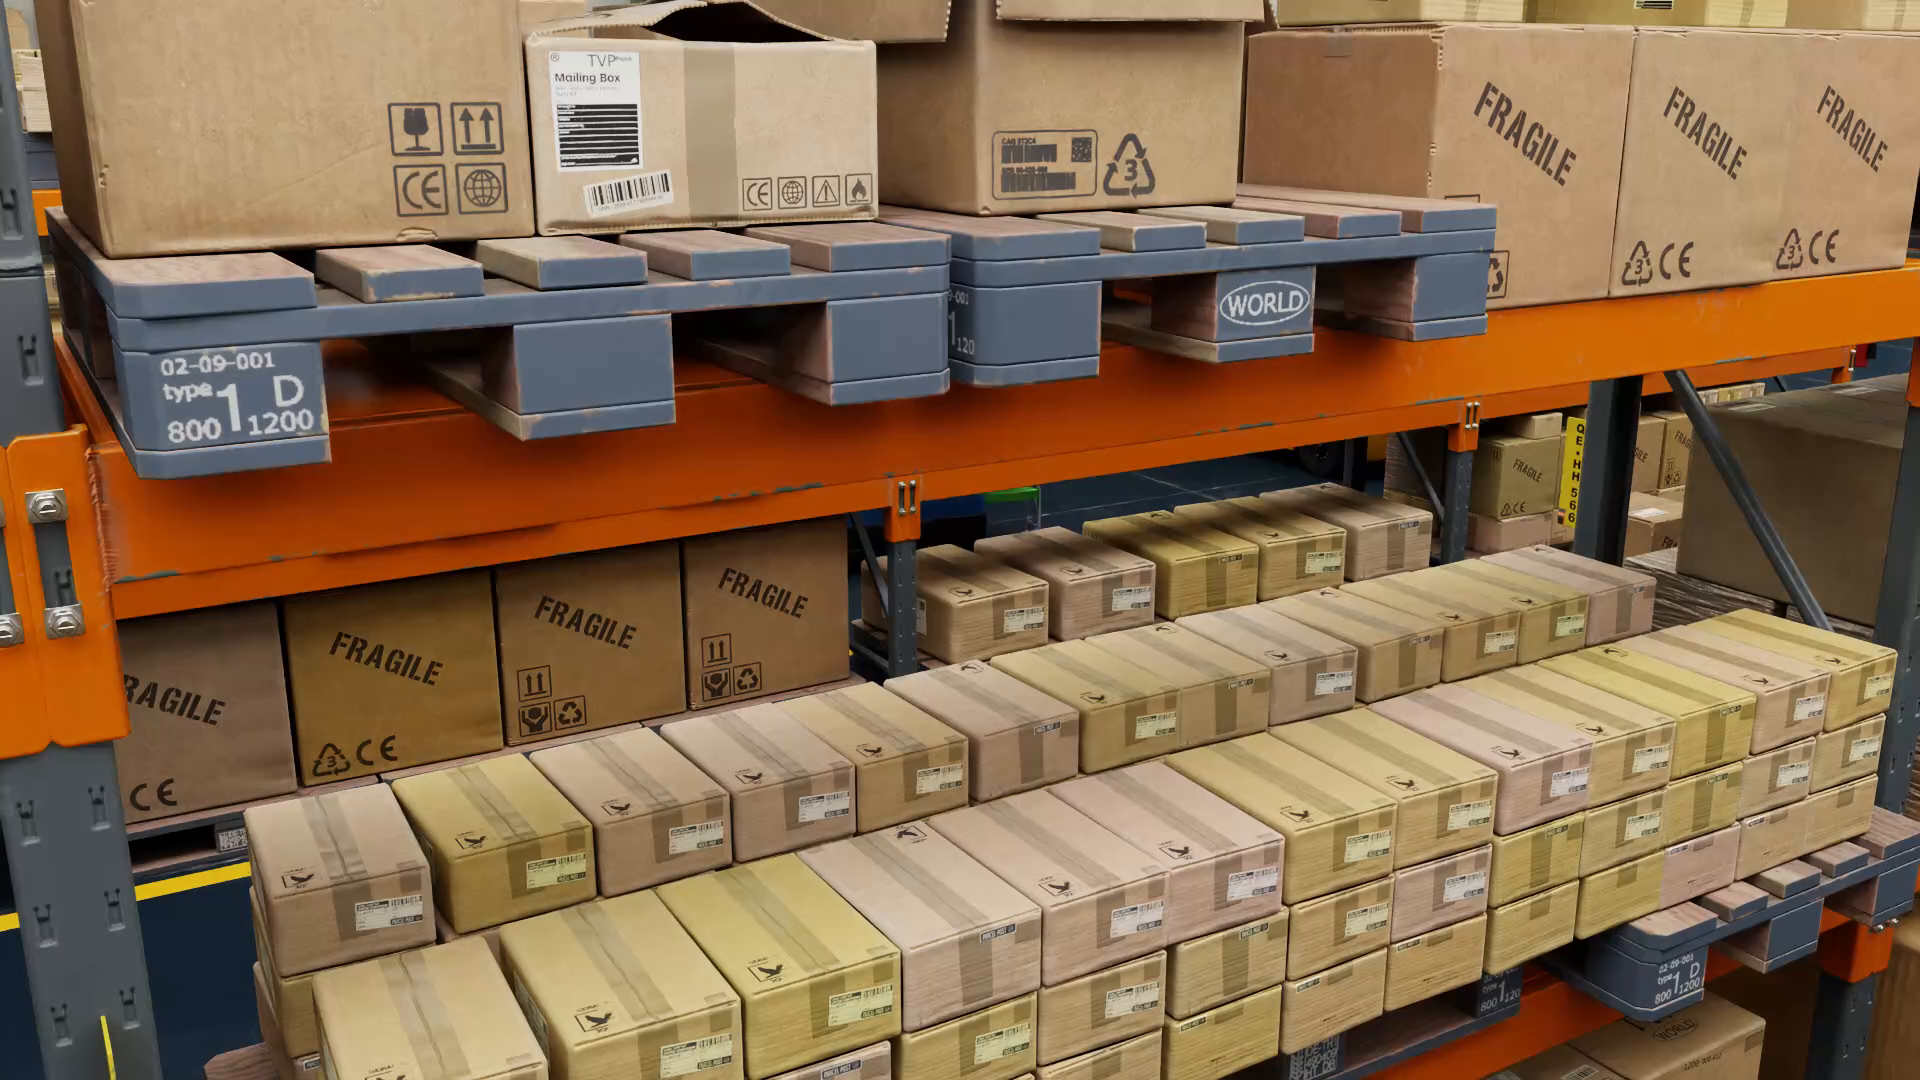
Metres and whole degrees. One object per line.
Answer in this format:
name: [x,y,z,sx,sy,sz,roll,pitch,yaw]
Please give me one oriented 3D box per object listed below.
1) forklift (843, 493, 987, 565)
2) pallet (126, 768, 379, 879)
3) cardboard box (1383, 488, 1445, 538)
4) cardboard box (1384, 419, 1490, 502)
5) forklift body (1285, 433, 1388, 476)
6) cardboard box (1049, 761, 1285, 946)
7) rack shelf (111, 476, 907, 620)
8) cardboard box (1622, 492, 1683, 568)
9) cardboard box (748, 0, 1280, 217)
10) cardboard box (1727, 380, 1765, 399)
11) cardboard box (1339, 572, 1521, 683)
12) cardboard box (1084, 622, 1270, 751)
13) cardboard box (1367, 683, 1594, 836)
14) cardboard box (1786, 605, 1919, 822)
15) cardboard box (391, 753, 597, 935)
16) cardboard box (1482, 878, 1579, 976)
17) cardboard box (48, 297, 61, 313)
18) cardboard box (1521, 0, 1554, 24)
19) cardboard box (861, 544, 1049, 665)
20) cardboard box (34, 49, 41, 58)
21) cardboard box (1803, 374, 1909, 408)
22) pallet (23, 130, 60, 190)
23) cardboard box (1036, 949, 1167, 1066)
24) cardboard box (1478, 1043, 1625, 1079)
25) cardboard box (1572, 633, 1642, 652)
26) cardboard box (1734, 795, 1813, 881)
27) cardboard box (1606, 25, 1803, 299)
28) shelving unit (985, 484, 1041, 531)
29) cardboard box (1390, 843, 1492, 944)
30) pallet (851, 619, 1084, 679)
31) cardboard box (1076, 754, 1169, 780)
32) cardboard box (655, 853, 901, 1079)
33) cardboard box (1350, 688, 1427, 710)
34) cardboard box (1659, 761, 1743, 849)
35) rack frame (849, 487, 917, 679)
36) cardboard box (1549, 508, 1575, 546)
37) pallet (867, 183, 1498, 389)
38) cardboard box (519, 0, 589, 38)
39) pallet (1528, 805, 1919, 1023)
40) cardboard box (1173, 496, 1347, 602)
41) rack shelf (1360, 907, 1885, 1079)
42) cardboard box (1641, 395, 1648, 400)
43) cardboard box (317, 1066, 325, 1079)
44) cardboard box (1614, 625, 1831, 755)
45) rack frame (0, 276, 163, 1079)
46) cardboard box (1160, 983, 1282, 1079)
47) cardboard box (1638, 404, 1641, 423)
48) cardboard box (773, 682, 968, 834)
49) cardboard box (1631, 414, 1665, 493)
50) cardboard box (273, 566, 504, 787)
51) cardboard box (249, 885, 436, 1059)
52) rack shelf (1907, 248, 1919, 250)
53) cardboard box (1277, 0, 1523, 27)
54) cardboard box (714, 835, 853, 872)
forklift: [-1.380,-1.268,11.002,3.031,2.935,1.130,-6,17,-22]
pallet: [-3.334,1.133,7.477,1.213,0.211,1.003,-9,18,-30]
cardboard box: [3.269,-0.220,11.452,0.500,0.250,0.500,-8,18,-27]
cardboard box: [3.269,-0.581,11.351,0.500,0.500,0.500,-9,18,-30]
forklift body: [3.084,-1.807,14.370,1.214,2.155,2.313,-9,18,-30]
cardboard box: [0.361,0.550,2.975,0.250,0.149,0.380,-8,18,-28]
rack shelf: [-2.243,-0.017,7.744,4.000,0.370,1.077,-9,18,-30]
cardboard box: [3.843,0.050,9.403,0.500,0.500,0.500,-9,18,-30]
cardboard box: [0.071,-0.834,2.802,0.637,0.503,0.797,-9,18,-30]
cardboard box: [5.497,-1.066,11.882,0.250,0.149,0.380,-9,18,-28]
cardboard box: [1.170,0.213,4.178,0.250,0.149,0.380,-9,18,-30]
cardboard box: [0.486,0.325,3.778,0.250,0.149,0.380,-9,18,-28]
cardboard box: [1.046,0.438,3.376,0.250,0.149,0.380,-9,18,-30]
cardboard box: [2.631,0.442,4.590,0.500,0.500,0.500,-9,18,-29]
cardboard box: [-0.848,0.540,3.011,0.250,0.149,0.380,-10,18,-31]
cardboard box: [1.042,0.725,3.452,0.250,0.149,0.380,-10,19,-32]
cardboard box: [-3.703,-0.735,6.936,0.500,0.500,0.500,-9,18,-28]
cardboard box: [1.177,-1.307,3.853,0.258,0.266,0.396,-9,18,-30]
cardboard box: [-0.039,0.346,9.209,0.625,0.372,0.950,-11,19,-33]
cardboard box: [-5.603,-2.969,10.337,0.250,0.149,0.380,-10,18,-31]
cardboard box: [2.930,-0.170,4.921,0.500,0.500,0.700,-10,18,-31]
pallet: [-3.197,-1.576,6.772,1.217,0.209,0.805,-10,19,-32]
cardboard box: [0.148,0.727,2.896,0.250,0.149,0.380,-8,18,-27]
cardboard box: [1.229,1.359,3.968,0.500,0.250,0.500,-9,18,-29]
cardboard box: [1.590,0.287,4.467,0.250,0.149,0.380,-8,18,-27]
cardboard box: [1.708,0.618,3.835,0.250,0.149,0.380,-9,18,-30]
cardboard box: [1.327,-0.792,3.434,0.500,0.500,0.500,-9,18,-30]
shelving unit: [0.301,-0.595,11.809,0.503,1.200,0.258,-6,17,-22]
cardboard box: [0.814,0.620,3.278,0.250,0.149,0.380,-9,18,-28]
pallet: [0.142,0.593,9.402,1.213,0.211,1.003,-9,18,-30]
cardboard box: [0.257,0.504,3.690,0.250,0.149,0.380,-8,18,-28]
cardboard box: [-0.290,0.655,2.601,0.250,0.149,0.380,-9,18,-29]
cardboard box: [0.915,0.398,4.070,0.250,0.149,0.380,-9,18,-29]
cardboard box: [1.467,0.514,3.653,0.250,0.149,0.380,-9,18,-28]
rack frame: [-0.528,-0.641,8.639,0.127,3.000,1.000,-9,18,-30]
cardboard box: [3.997,-0.172,11.281,0.500,0.250,0.500,-8,18,-27]
pallet: [0.150,-0.514,2.975,1.003,0.211,1.213,-9,18,-30]
cardboard box: [-1.890,-2.024,7.051,0.500,0.500,0.500,-9,18,-29]
pallet: [1.552,0.706,4.188,1.003,0.211,1.213,-9,18,-30]
cardboard box: [1.838,0.040,10.299,0.625,0.372,0.950,-8,18,-26]
rack shelf: [0.393,1.115,3.709,4.000,0.370,1.077,-9,18,-30]
cardboard box: [5.029,-0.867,12.372,0.500,0.500,0.500,-10,19,-32]
cardboard box: [-0.747,0.873,2.373,0.250,0.149,0.380,-9,18,-29]
cardboard box: [1.707,0.331,3.756,0.250,0.149,0.380,-9,18,-30]
rack frame: [-1.321,1.046,2.620,0.127,3.000,1.000,-9,18,-30]
cardboard box: [0.370,0.834,3.065,0.250,0.149,0.380,-10,18,-31]
cardboard box: [4.352,-0.882,11.223,0.250,0.149,0.380,-8,18,-27]
cardboard box: [-0.188,0.435,3.387,0.250,0.149,0.380,-10,18,-32]
cardboard box: [4.443,-0.605,11.436,0.500,0.500,0.500,-8,18,-27]
cardboard box: [-2.696,0.504,7.713,0.875,0.875,0.875,-9,18,-28]
cardboard box: [-1.082,0.721,2.917,0.250,0.149,0.380,-9,18,-28]
rack shelf: [3.822,-0.886,5.287,4.000,0.370,1.077,-9,18,-30]
cardboard box: [0.803,-1.071,3.012,0.258,0.266,0.396,-9,18,-30]
cardboard box: [-0.410,0.611,3.309,0.250,0.149,0.380,-10,18,-32]
